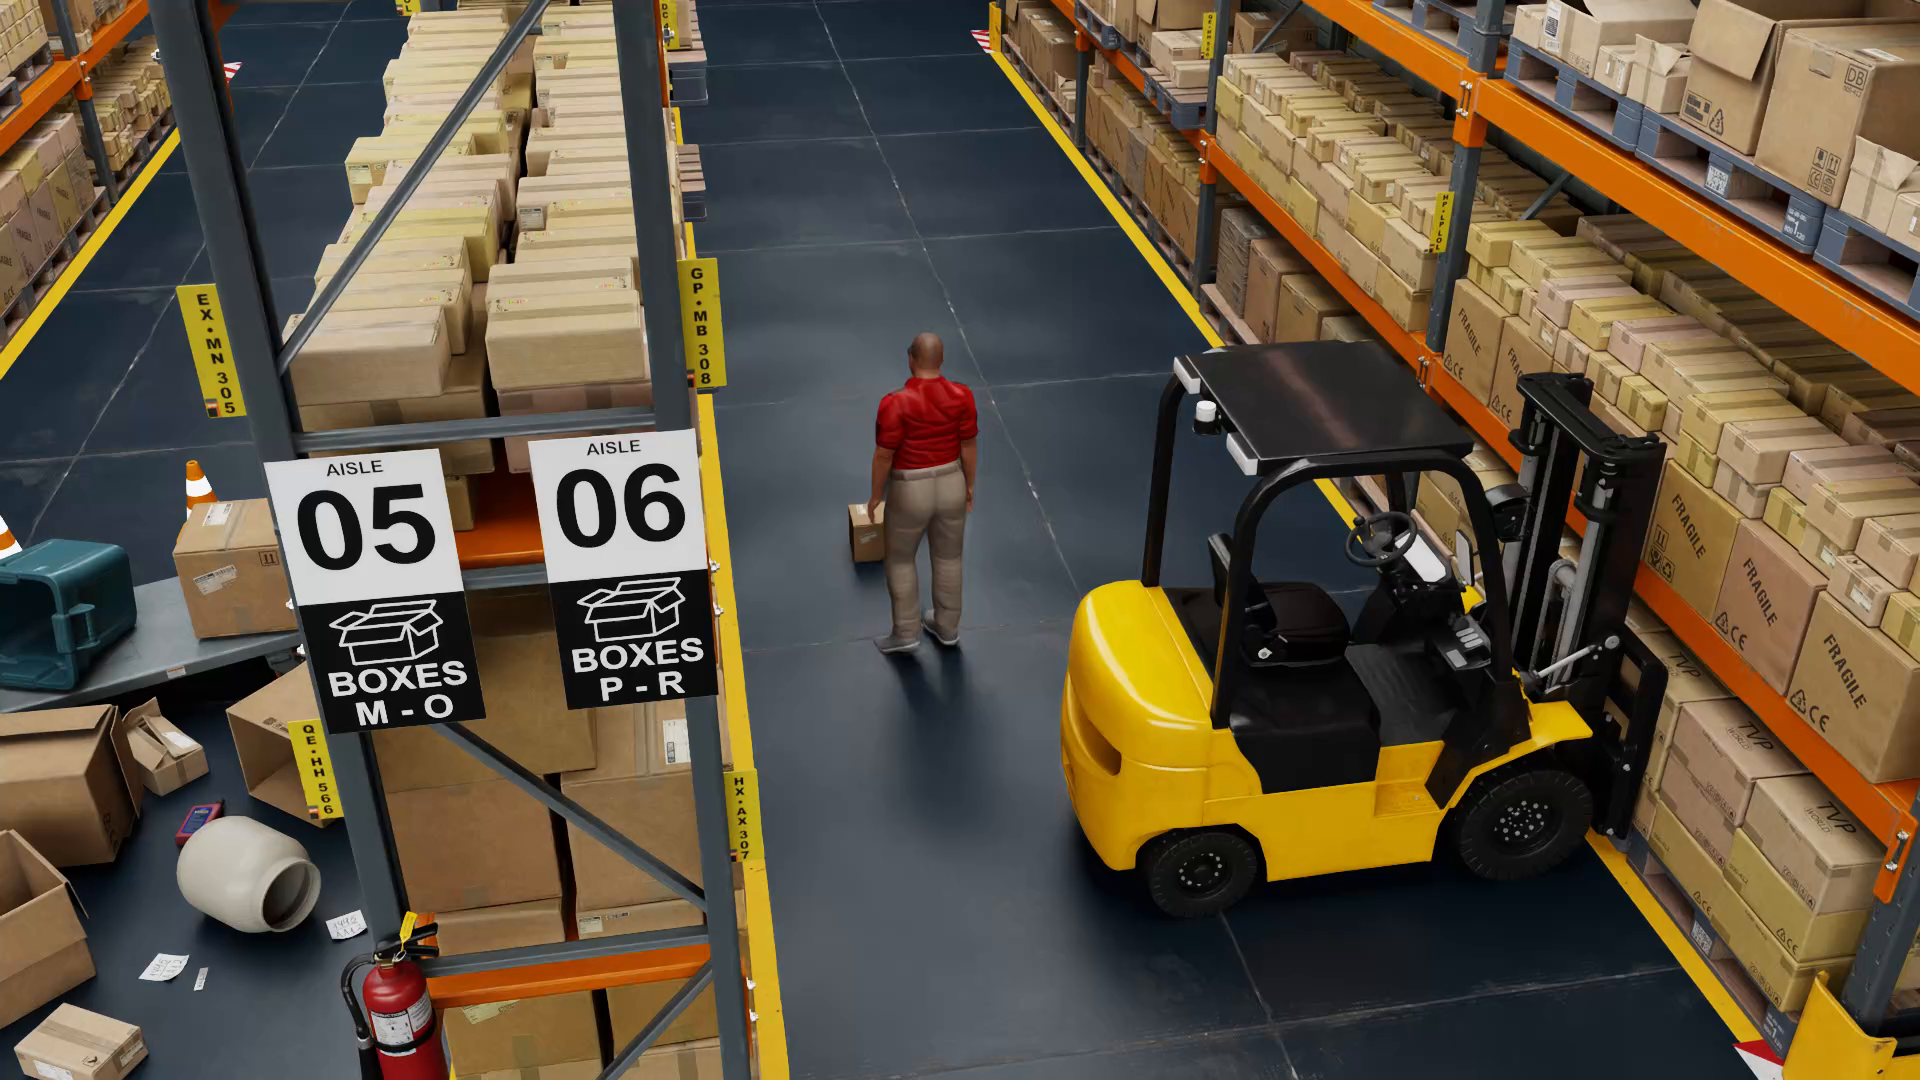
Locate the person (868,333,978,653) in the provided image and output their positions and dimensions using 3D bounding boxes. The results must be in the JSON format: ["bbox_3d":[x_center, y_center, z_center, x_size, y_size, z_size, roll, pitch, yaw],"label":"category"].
[{"bbox_3d":[-0.189,-0.212,8.536,0.581,1.787,0.378,-11,32,-18],"label":"person"}]
